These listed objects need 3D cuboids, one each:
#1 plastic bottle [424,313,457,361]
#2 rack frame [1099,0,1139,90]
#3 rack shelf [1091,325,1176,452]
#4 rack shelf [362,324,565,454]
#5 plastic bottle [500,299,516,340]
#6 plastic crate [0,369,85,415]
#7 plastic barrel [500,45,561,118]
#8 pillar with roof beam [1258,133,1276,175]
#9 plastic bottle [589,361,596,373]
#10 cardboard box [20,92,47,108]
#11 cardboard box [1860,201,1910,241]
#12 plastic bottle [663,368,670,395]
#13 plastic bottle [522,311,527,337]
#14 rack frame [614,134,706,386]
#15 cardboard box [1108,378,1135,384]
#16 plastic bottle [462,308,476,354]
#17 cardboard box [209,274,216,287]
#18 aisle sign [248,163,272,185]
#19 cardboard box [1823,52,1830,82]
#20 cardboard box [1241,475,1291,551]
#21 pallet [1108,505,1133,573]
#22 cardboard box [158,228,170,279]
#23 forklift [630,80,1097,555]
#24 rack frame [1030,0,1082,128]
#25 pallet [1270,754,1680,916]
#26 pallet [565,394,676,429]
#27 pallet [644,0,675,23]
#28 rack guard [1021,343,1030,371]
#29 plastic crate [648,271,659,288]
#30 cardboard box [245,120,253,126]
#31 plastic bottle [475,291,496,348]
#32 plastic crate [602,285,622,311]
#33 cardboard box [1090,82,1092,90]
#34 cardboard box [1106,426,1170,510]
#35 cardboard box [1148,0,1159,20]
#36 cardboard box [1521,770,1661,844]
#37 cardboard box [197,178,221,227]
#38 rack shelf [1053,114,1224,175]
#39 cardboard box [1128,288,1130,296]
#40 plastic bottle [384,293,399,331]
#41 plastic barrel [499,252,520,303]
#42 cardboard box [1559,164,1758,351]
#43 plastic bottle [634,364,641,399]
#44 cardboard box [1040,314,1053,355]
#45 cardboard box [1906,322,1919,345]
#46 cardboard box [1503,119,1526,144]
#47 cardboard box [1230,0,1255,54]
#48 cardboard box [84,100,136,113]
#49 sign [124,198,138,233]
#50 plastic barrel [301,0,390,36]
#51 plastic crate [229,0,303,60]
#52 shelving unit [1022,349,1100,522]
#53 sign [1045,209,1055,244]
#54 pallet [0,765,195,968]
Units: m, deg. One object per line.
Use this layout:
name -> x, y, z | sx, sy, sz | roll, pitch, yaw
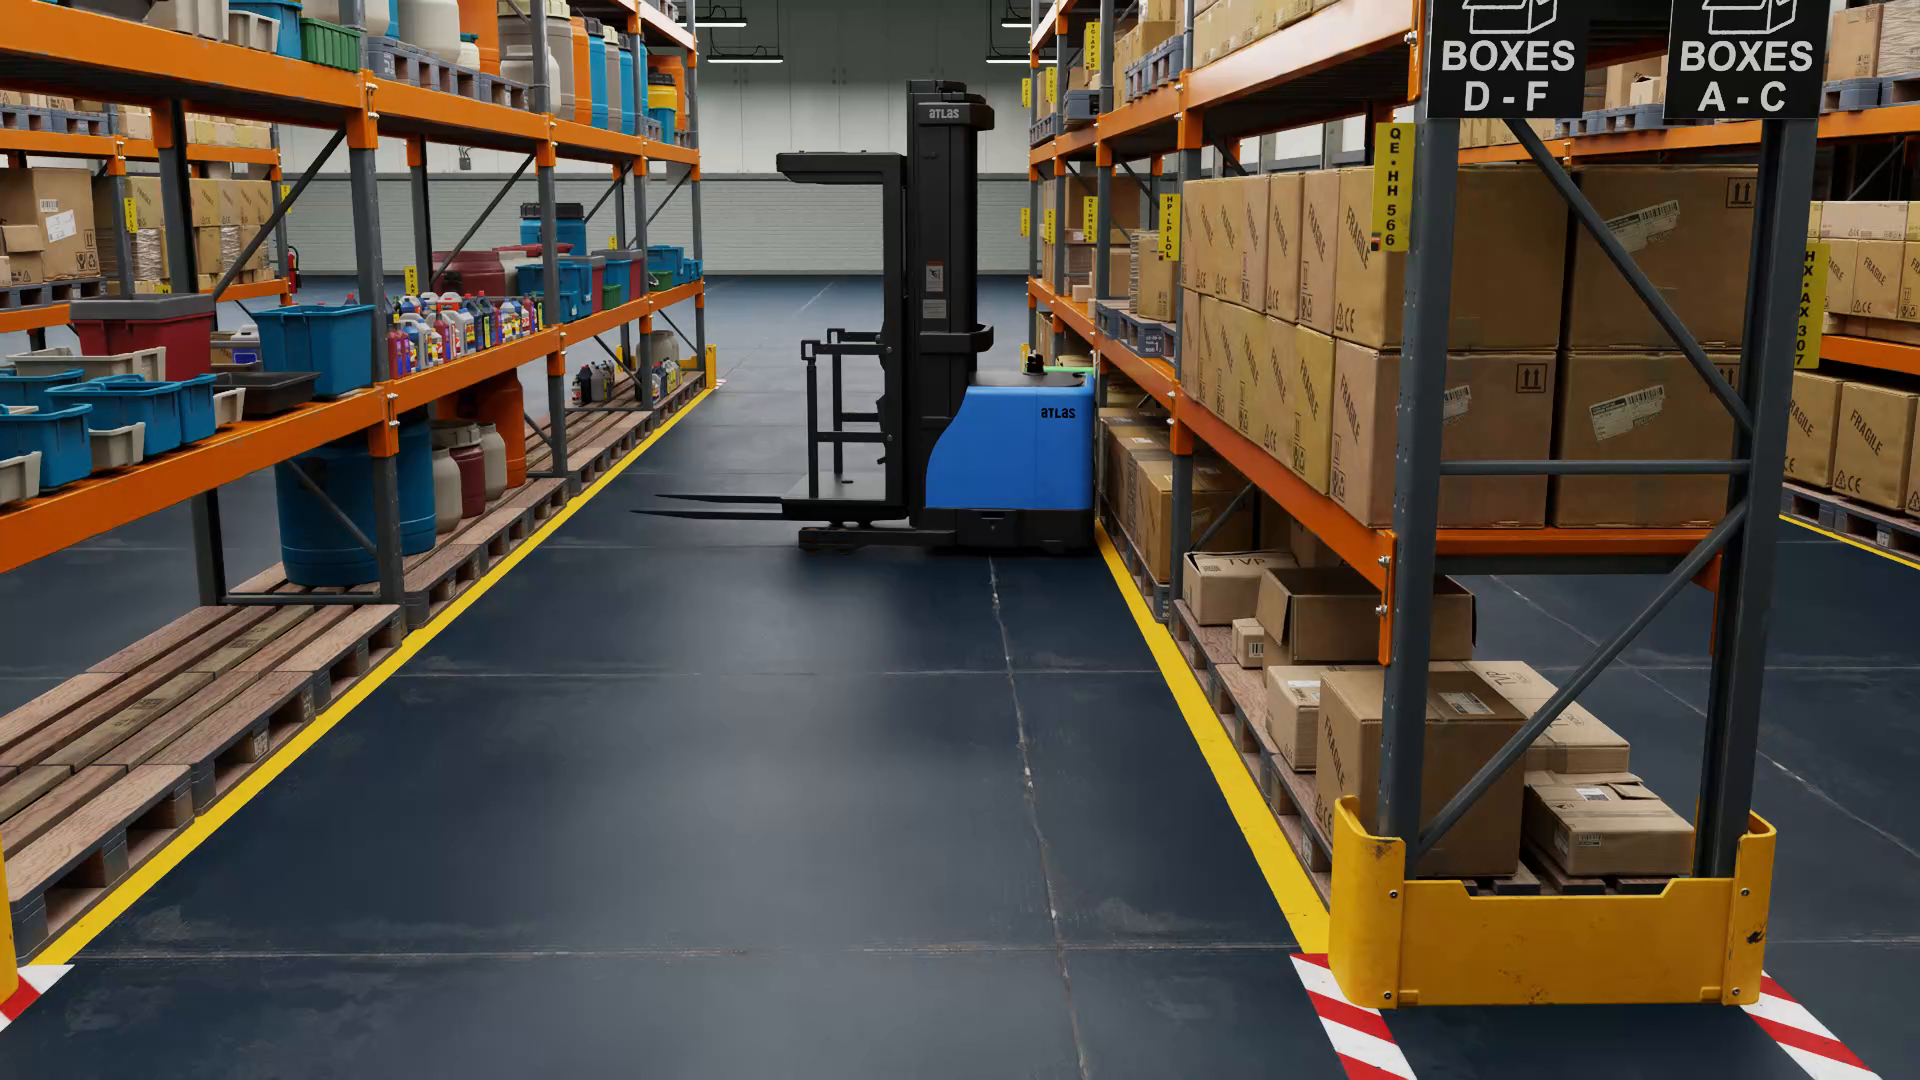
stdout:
plastic bottle -> -3.010, -1.179, 9.637 | 0.152, 0.276, 0.135 | 0, 11, -1
rack frame -> 1.508, -4.717, 11.676 | 1.000, 3.000, 0.127 | 0, 11, -1
rack shelf -> 1.549, -1.027, 10.384 | 1.077, 0.370, 4.000 | 0, 11, -1
rack shelf -> -3.403, -1.007, 10.288 | 1.077, 0.370, 4.000 | 0, 11, -1
plastic bottle -> -3.013, -1.469, 11.080 | 0.097, 0.271, 0.097 | 0, 11, 0
plastic crate -> -3.578, -0.521, 6.355 | 0.416, 0.233, 0.300 | 0, 11, -1
plastic barrel -> -3.145, -3.345, 12.177 | 0.421, 0.512, 0.421 | 0, 11, 0
pillar with roof beam -> 2.498, -9.753, 36.500 | 9.100, 9.000, 0.548 | 0, 11, -1
plastic bottle -> -3.839, -1.699, 17.445 | 0.144, 0.351, 0.185 | 0, 11, -2
cardboard box -> -8.360, -3.955, 14.749 | 0.396, 0.266, 0.258 | 0, 11, 1
cardboard box -> 6.238, -2.072, 10.794 | 0.500, 0.250, 0.500 | 0, 11, -1
plastic bottle -> -3.095, -1.669, 17.468 | 0.061, 0.283, 0.133 | 0, 11, 1
plastic bottle -> -3.019, -1.493, 11.373 | 0.097, 0.201, 0.097 | 0, 11, 0
rack frame -> -3.610, -3.347, 20.015 | 1.000, 3.000, 0.127 | 0, 11, -1
cardboard box -> 1.226, -1.217, 13.960 | 0.500, 0.311, 0.500 | 0, 11, -2
plastic bottle -> -2.992, -1.265, 10.075 | 0.097, 0.271, 0.097 | 0, 11, 0
cardboard box -> -8.278, -2.800, 17.950 | 0.380, 0.149, 0.250 | 0, 11, -1
aisle sign -> -8.263, -4.615, 19.723 | 0.394, 0.787, 0.004 | 0, 11, -1
cardboard box -> 6.675, -3.471, 12.777 | 0.500, 0.500, 0.500 | 0, 11, -1
cardboard box -> 1.824, -0.069, 9.037 | 0.500, 0.500, 0.500 | -1, 11, -4
pallet -> 1.508, -0.020, 10.625 | 1.003, 0.211, 1.213 | 0, 11, -1
cardboard box -> -8.402, -2.916, 16.888 | 0.875, 0.500, 0.500 | 0, 11, -1
forklift -> -0.623, -1.447, 10.821 | 3.031, 2.935, 1.130 | 1, 12, 5
rack frame -> 1.342, -6.307, 19.515 | 1.000, 3.000, 0.127 | 0, 11, -1
pallet -> 1.654, 1.007, 5.567 | 1.003, 0.211, 1.213 | 0, 11, -1
pallet -> -3.500, -1.319, 17.031 | 1.003, 0.211, 1.213 | 0, 11, -1
pallet -> -3.600, -5.611, 17.563 | 1.003, 0.211, 1.213 | 0, 11, -1
rack guard -> 1.342, -2.147, 20.383 | 1.175, 0.500, 0.348 | 0, 11, -1
plastic crate -> -3.411, -2.626, 16.617 | 0.767, 0.338, 0.504 | 0, 11, -1
cardboard box -> -8.241, -4.759, 18.802 | 0.380, 0.149, 0.250 | -1, 11, -4
plastic bottle -> -3.025, -1.395, 10.516 | 0.144, 0.351, 0.185 | 0, 11, -1
plastic crate -> -3.209, -2.103, 14.416 | 0.450, 0.188, 0.662 | 0, 11, -1
cardboard box -> 1.442, -3.943, 14.725 | 0.500, 0.250, 0.500 | -1, 12, -7
cardboard box -> 1.253, -0.472, 11.021 | 0.500, 0.500, 0.500 | 0, 11, -2
cardboard box -> 1.521, -3.598, 10.938 | 0.500, 0.500, 0.500 | 0, 11, -1
cardboard box -> 2.003, 0.852, 5.334 | 0.380, 0.166, 0.250 | 0, 11, -1
cardboard box -> -8.277, -3.605, 17.772 | 0.500, 0.500, 0.500 | 0, 11, -1
rack shelf -> 1.466, -3.292, 14.006 | 1.077, 0.370, 4.000 | 0, 11, -1
cardboard box -> 1.544, -1.806, 12.639 | 0.500, 0.311, 0.500 | 0, 11, 2
plastic bottle -> -3.582, -1.366, 10.370 | 0.144, 0.351, 0.185 | 0, 11, -1
plastic barrel -> -3.679, -2.016, 13.168 | 0.421, 0.512, 0.421 | 0, 11, 0
cardboard box -> 1.927, -0.815, 4.765 | 0.500, 0.500, 0.500 | 0, 11, 1
plastic bottle -> -3.273, -1.631, 17.111 | 0.144, 0.351, 0.185 | 0, 11, -1
cardboard box -> 1.166, -2.287, 18.759 | 0.500, 0.500, 0.500 | 0, 11, -1
cardboard box -> 6.278, -1.313, 10.570 | 0.380, 0.149, 0.250 | 0, 11, -1
cardboard box -> 6.073, -4.432, 17.513 | 0.500, 0.500, 0.500 | -1, 11, -3
cardboard box -> 1.368, -2.082, 6.609 | 0.500, 0.250, 0.500 | 0, 11, -1
cardboard box -> -8.178, -4.190, 15.997 | 0.380, 0.149, 0.250 | -1, 11, -3
sign -> -7.924, -3.102, 15.895 | 0.100, 0.325, 0.005 | 0, 11, -1
plastic barrel -> -3.122, -2.810, 8.424 | 0.433, 0.535, 0.433 | 0, 11, 0
plastic crate -> -3.024, -2.170, 7.089 | 0.416, 0.233, 0.300 | 0, 11, -1
shelving unit -> 0.699, -0.712, 11.551 | 0.503, 1.200, 0.258 | 2, 12, 12
sign -> 0.870, -3.032, 16.085 | 0.100, 0.325, 0.005 | 0, 11, -1
pallet -> -3.258, 1.036, 5.423 | 1.003, 0.211, 1.213 | 0, 11, -1
